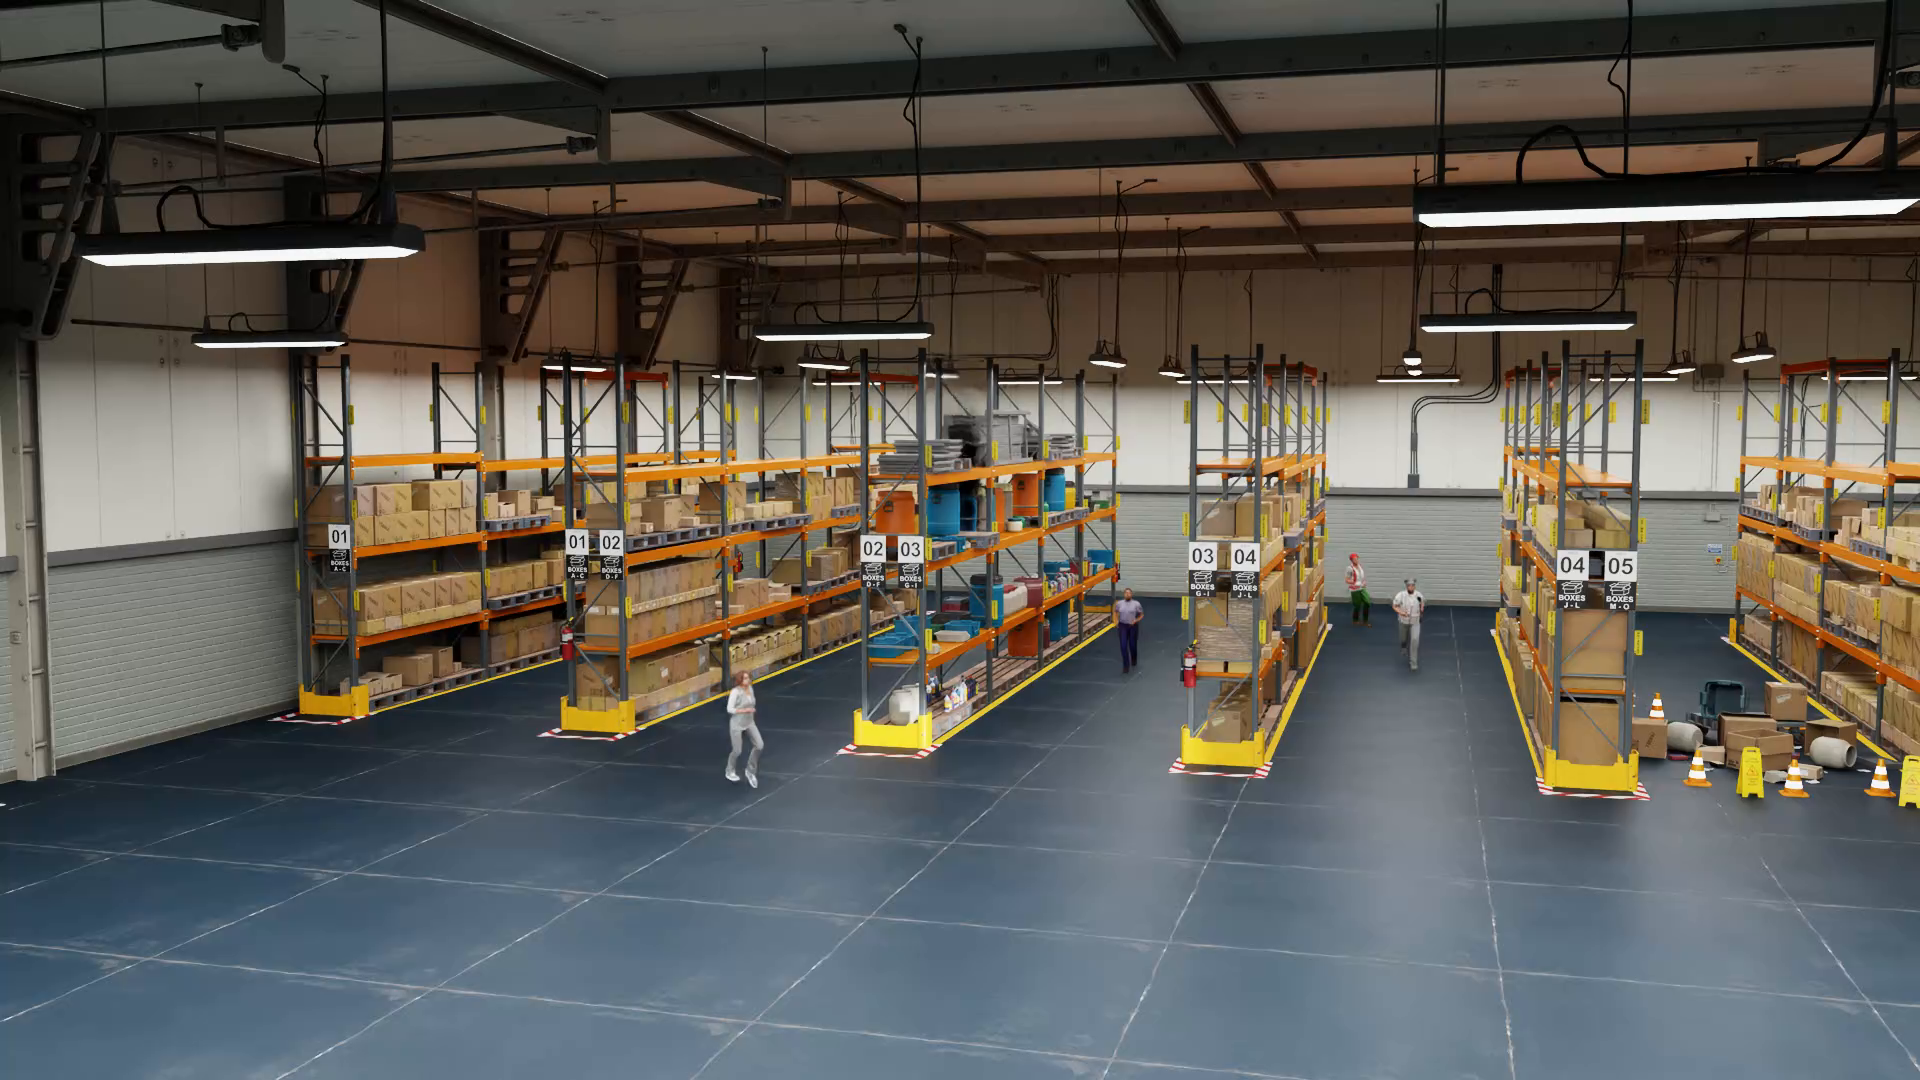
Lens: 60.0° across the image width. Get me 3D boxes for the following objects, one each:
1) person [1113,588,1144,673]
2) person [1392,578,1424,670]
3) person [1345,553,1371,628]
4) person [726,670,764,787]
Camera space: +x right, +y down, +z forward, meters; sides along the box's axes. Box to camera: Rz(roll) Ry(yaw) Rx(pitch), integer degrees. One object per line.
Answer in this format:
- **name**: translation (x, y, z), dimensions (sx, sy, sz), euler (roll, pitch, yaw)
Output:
- **person**: translation (3.285, 1.753, 32.581), dimensions (0.613, 1.640, 0.688), euler (1, 4, 10)
- **person**: translation (8.963, 1.643, 33.245), dimensions (0.630, 1.796, 1.140), euler (1, 4, 12)
- **person**: translation (9.358, 1.194, 39.161), dimensions (0.676, 1.780, 0.655), euler (-1, 5, -19)
- **person**: translation (-2.949, 2.535, 22.389), dimensions (0.521, 1.597, 0.717), euler (-4, 6, -44)
